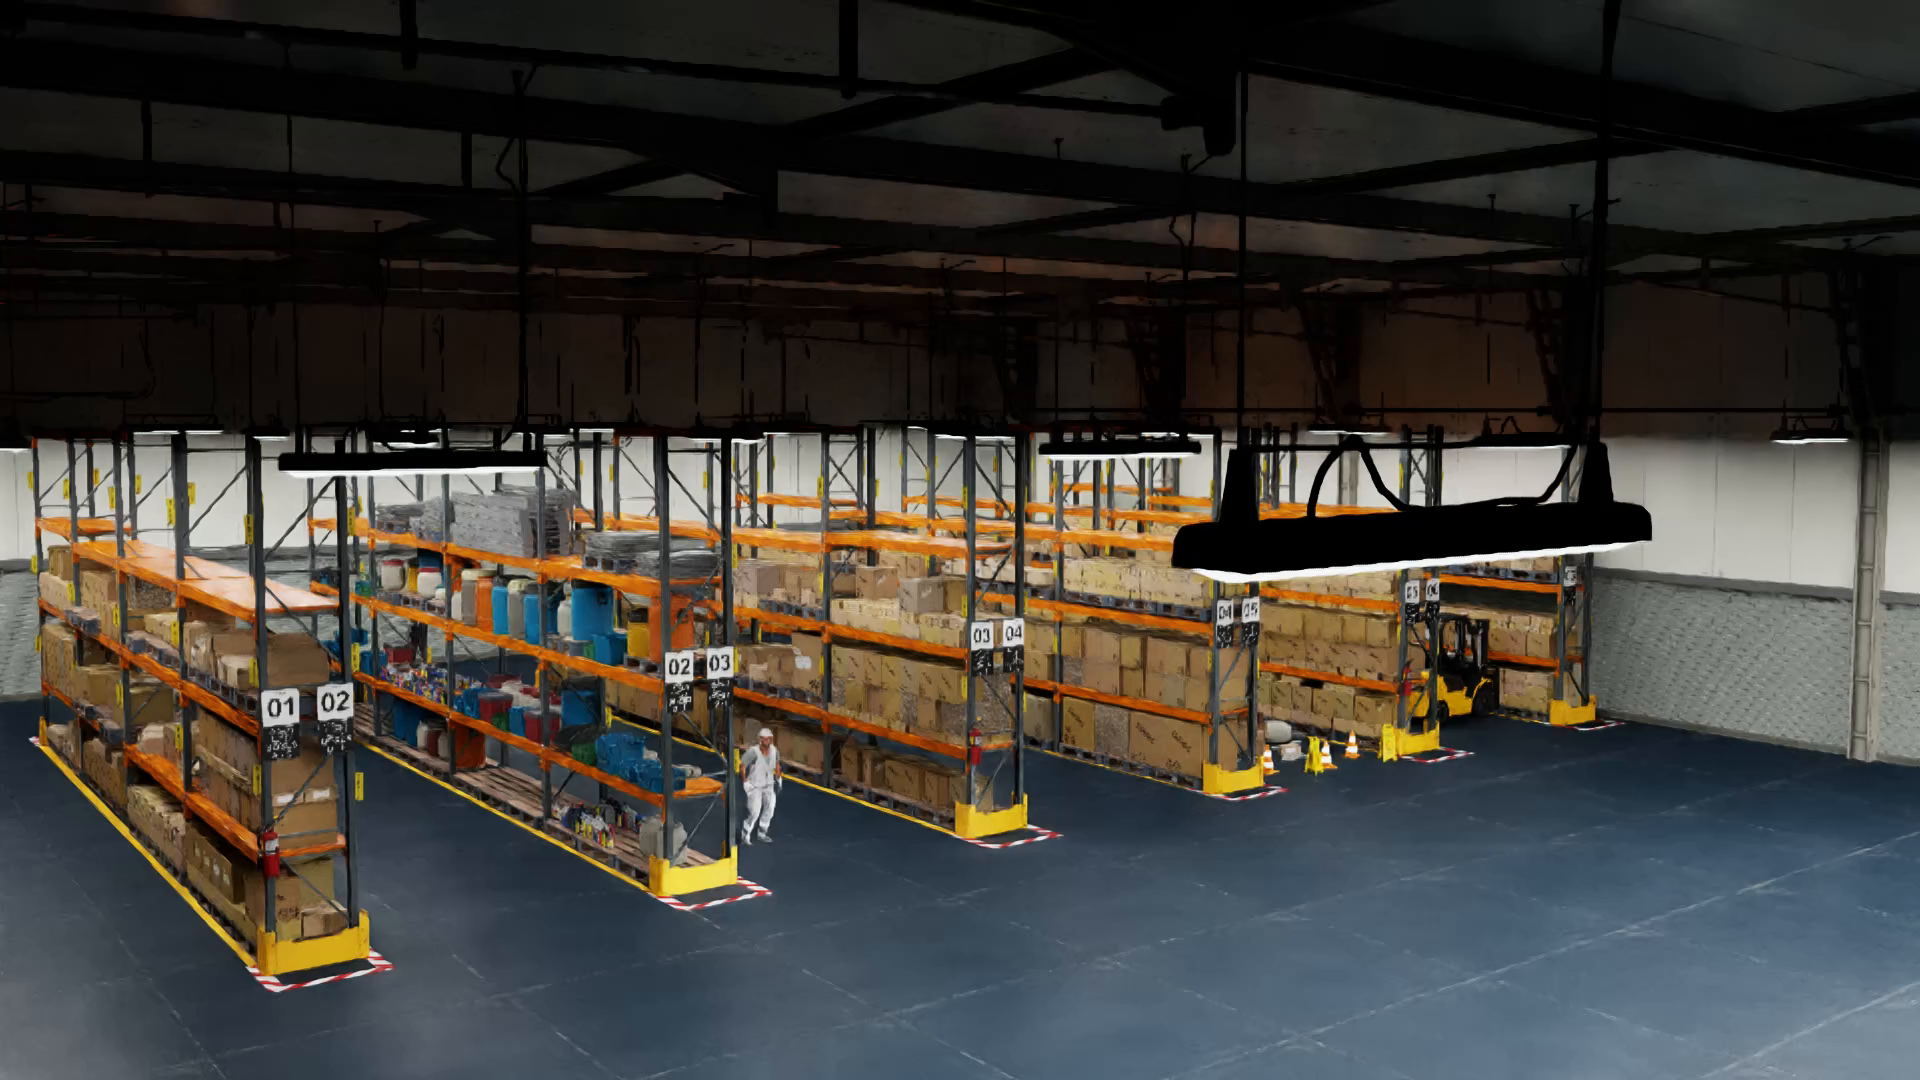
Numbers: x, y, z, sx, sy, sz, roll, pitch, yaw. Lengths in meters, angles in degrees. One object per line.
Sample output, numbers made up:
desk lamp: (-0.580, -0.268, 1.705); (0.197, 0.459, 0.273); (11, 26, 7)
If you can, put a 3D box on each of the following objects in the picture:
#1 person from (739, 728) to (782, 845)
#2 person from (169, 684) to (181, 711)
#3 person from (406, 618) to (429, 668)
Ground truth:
person: (-2.884, 3.573, 24.159); (0.677, 1.741, 0.547); (-3, 6, -37)
person: (-14.864, 3.010, 31.472); (0.682, 1.715, 0.542); (-4, 6, -39)
person: (-12.863, 2.403, 39.466); (0.542, 1.648, 1.115); (-3, 5, -34)
